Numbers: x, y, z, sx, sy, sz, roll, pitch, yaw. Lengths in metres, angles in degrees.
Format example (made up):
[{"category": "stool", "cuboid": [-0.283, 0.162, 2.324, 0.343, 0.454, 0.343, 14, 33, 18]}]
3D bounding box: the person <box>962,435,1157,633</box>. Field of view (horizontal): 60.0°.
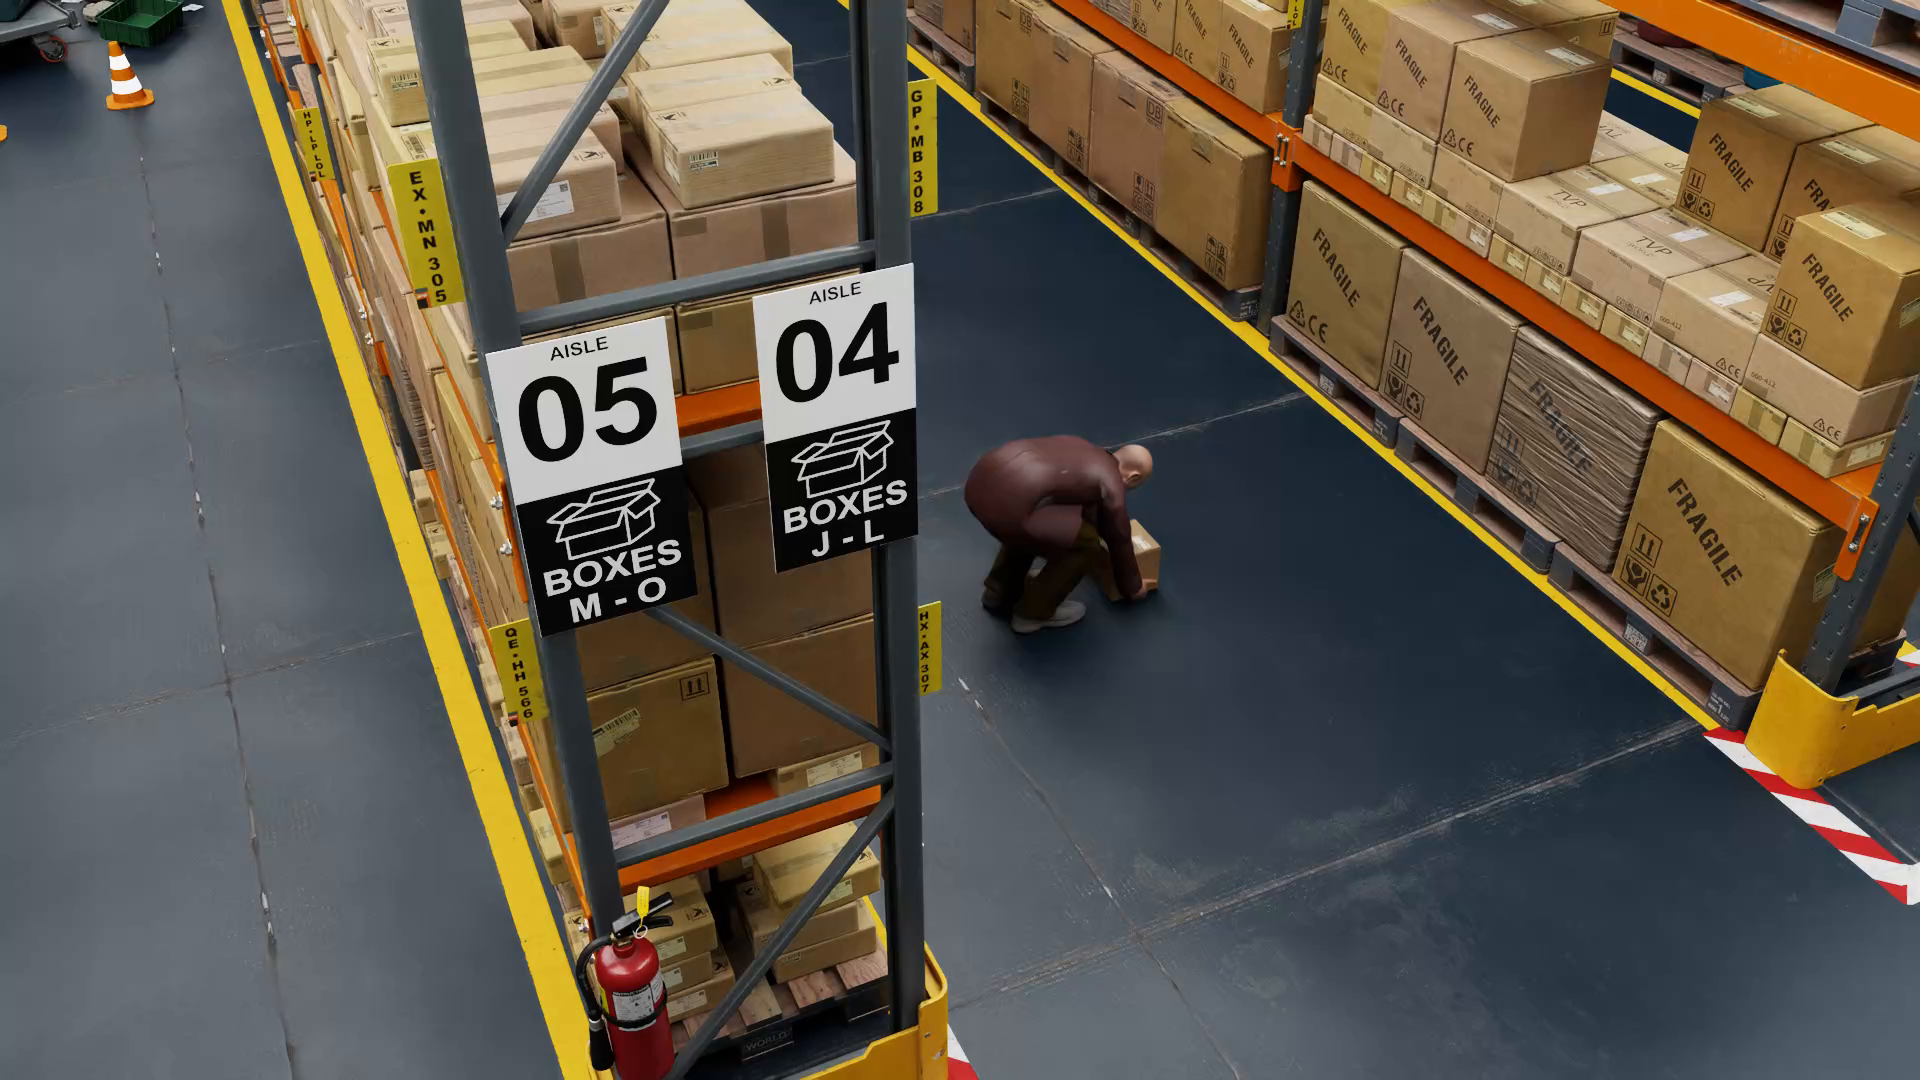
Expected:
[{"category": "person", "cuboid": [0.463, -0.082, 7.681, 0.947, 0.942, 0.591, -17, 40, -22]}]
